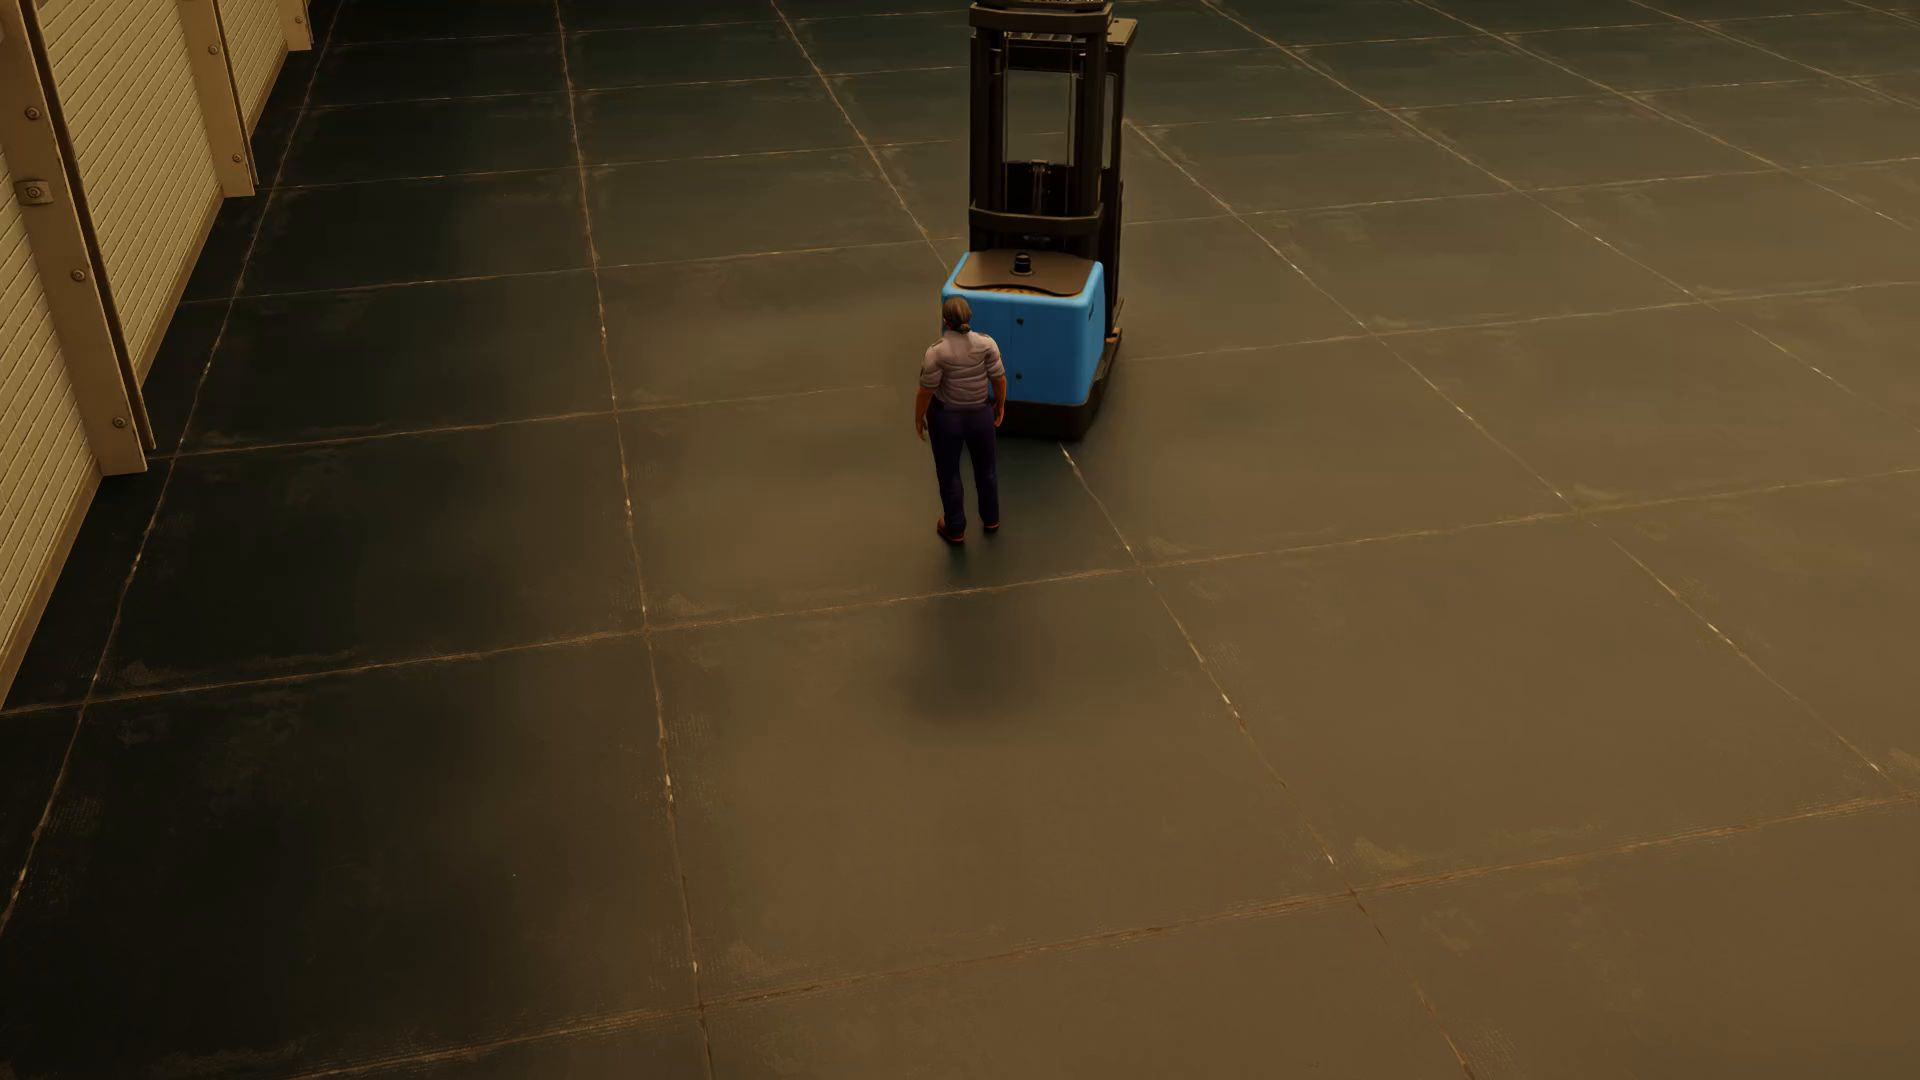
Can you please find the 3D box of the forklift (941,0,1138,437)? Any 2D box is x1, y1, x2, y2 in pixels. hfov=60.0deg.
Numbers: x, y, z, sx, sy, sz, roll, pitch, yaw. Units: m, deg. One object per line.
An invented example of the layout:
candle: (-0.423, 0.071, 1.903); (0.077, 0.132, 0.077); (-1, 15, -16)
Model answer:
forklift: (0.665, -2.711, 12.258); (1.130, 2.935, 3.031); (6, 31, 10)

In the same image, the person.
person: (0.001, -0.765, 10.164); (0.598, 1.651, 0.502); (-7, 31, -12)
